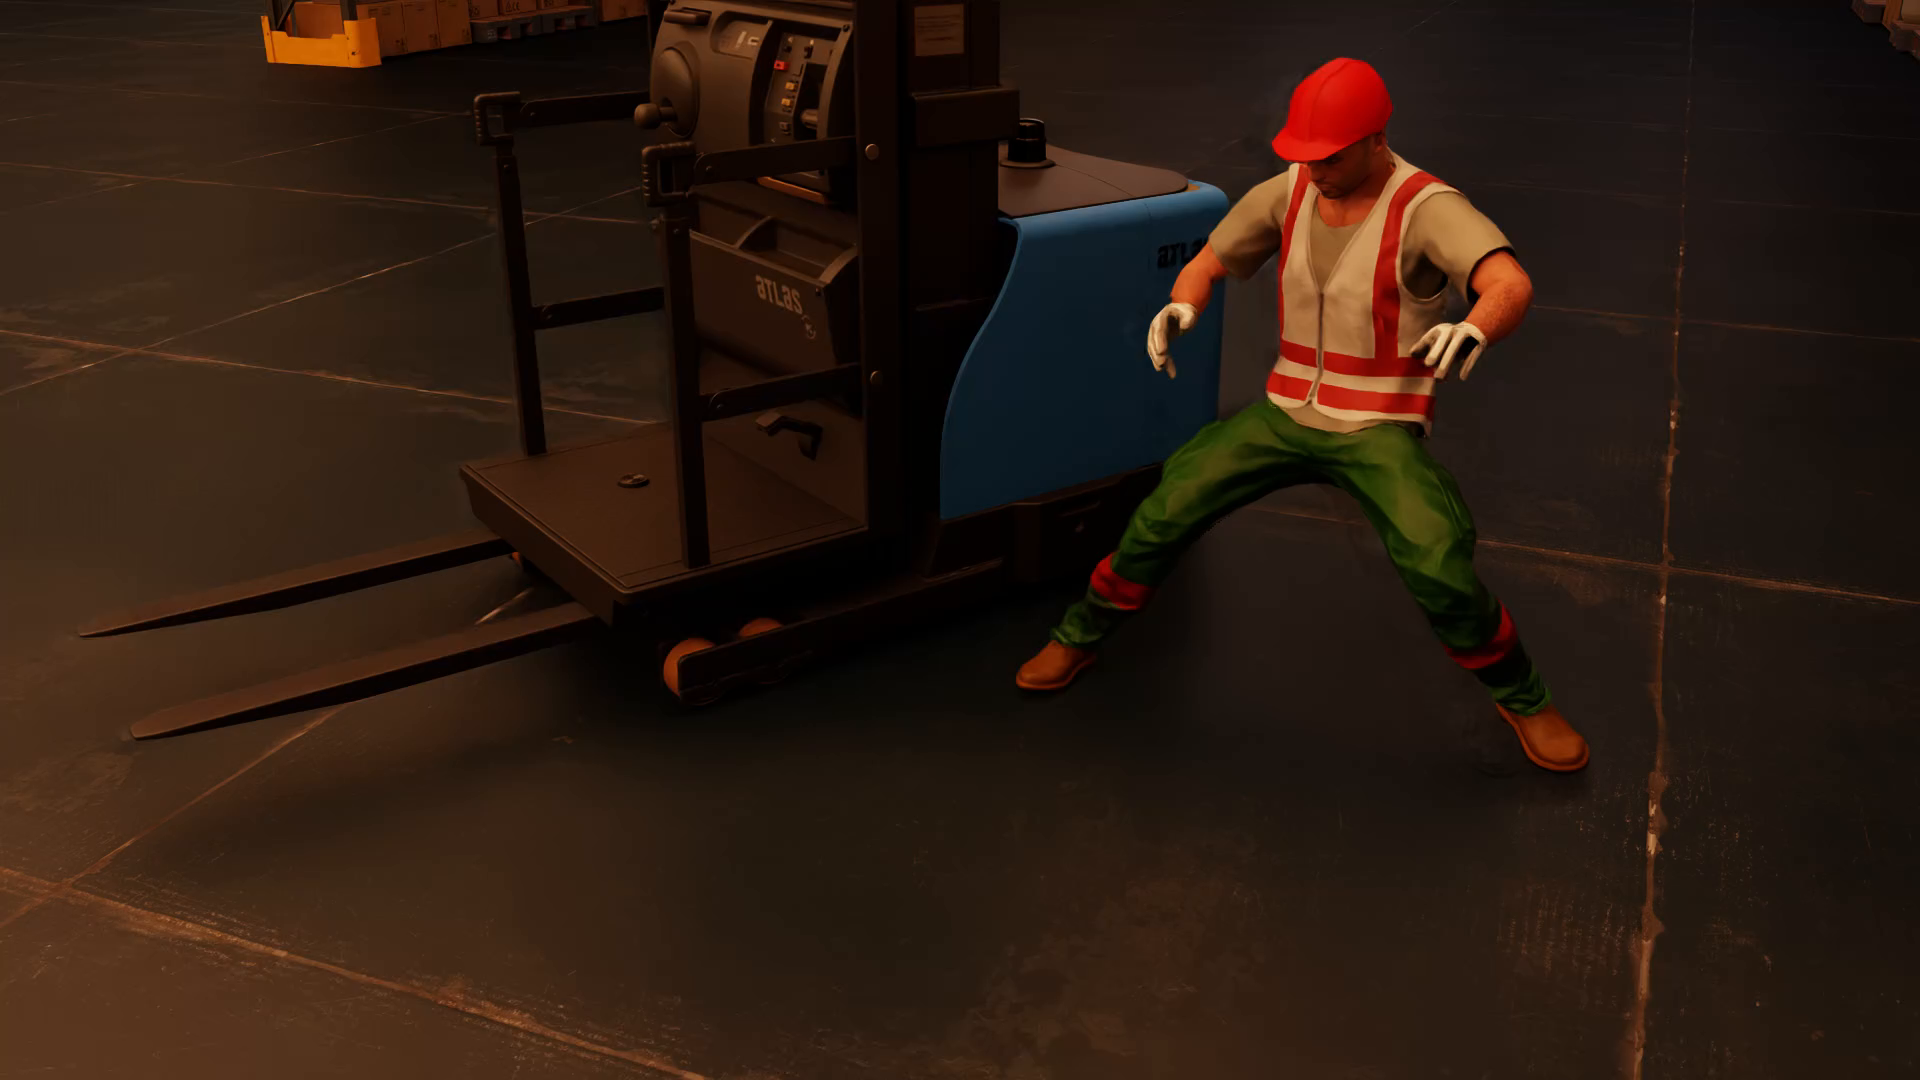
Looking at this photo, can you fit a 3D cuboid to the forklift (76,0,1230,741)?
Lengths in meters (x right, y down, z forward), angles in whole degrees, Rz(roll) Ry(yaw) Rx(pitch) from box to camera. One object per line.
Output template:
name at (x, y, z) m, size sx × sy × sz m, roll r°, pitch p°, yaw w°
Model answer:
forklift at (-0.711, -1.173, 4.100) m, size 3.031 × 2.935 × 1.130 m, roll -16°, pitch 27°, yaw -33°

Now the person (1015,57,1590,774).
person at (0.799, -0.265, 3.715) m, size 1.287 × 1.555 × 0.720 m, roll 21°, pitch 31°, yaw 41°
